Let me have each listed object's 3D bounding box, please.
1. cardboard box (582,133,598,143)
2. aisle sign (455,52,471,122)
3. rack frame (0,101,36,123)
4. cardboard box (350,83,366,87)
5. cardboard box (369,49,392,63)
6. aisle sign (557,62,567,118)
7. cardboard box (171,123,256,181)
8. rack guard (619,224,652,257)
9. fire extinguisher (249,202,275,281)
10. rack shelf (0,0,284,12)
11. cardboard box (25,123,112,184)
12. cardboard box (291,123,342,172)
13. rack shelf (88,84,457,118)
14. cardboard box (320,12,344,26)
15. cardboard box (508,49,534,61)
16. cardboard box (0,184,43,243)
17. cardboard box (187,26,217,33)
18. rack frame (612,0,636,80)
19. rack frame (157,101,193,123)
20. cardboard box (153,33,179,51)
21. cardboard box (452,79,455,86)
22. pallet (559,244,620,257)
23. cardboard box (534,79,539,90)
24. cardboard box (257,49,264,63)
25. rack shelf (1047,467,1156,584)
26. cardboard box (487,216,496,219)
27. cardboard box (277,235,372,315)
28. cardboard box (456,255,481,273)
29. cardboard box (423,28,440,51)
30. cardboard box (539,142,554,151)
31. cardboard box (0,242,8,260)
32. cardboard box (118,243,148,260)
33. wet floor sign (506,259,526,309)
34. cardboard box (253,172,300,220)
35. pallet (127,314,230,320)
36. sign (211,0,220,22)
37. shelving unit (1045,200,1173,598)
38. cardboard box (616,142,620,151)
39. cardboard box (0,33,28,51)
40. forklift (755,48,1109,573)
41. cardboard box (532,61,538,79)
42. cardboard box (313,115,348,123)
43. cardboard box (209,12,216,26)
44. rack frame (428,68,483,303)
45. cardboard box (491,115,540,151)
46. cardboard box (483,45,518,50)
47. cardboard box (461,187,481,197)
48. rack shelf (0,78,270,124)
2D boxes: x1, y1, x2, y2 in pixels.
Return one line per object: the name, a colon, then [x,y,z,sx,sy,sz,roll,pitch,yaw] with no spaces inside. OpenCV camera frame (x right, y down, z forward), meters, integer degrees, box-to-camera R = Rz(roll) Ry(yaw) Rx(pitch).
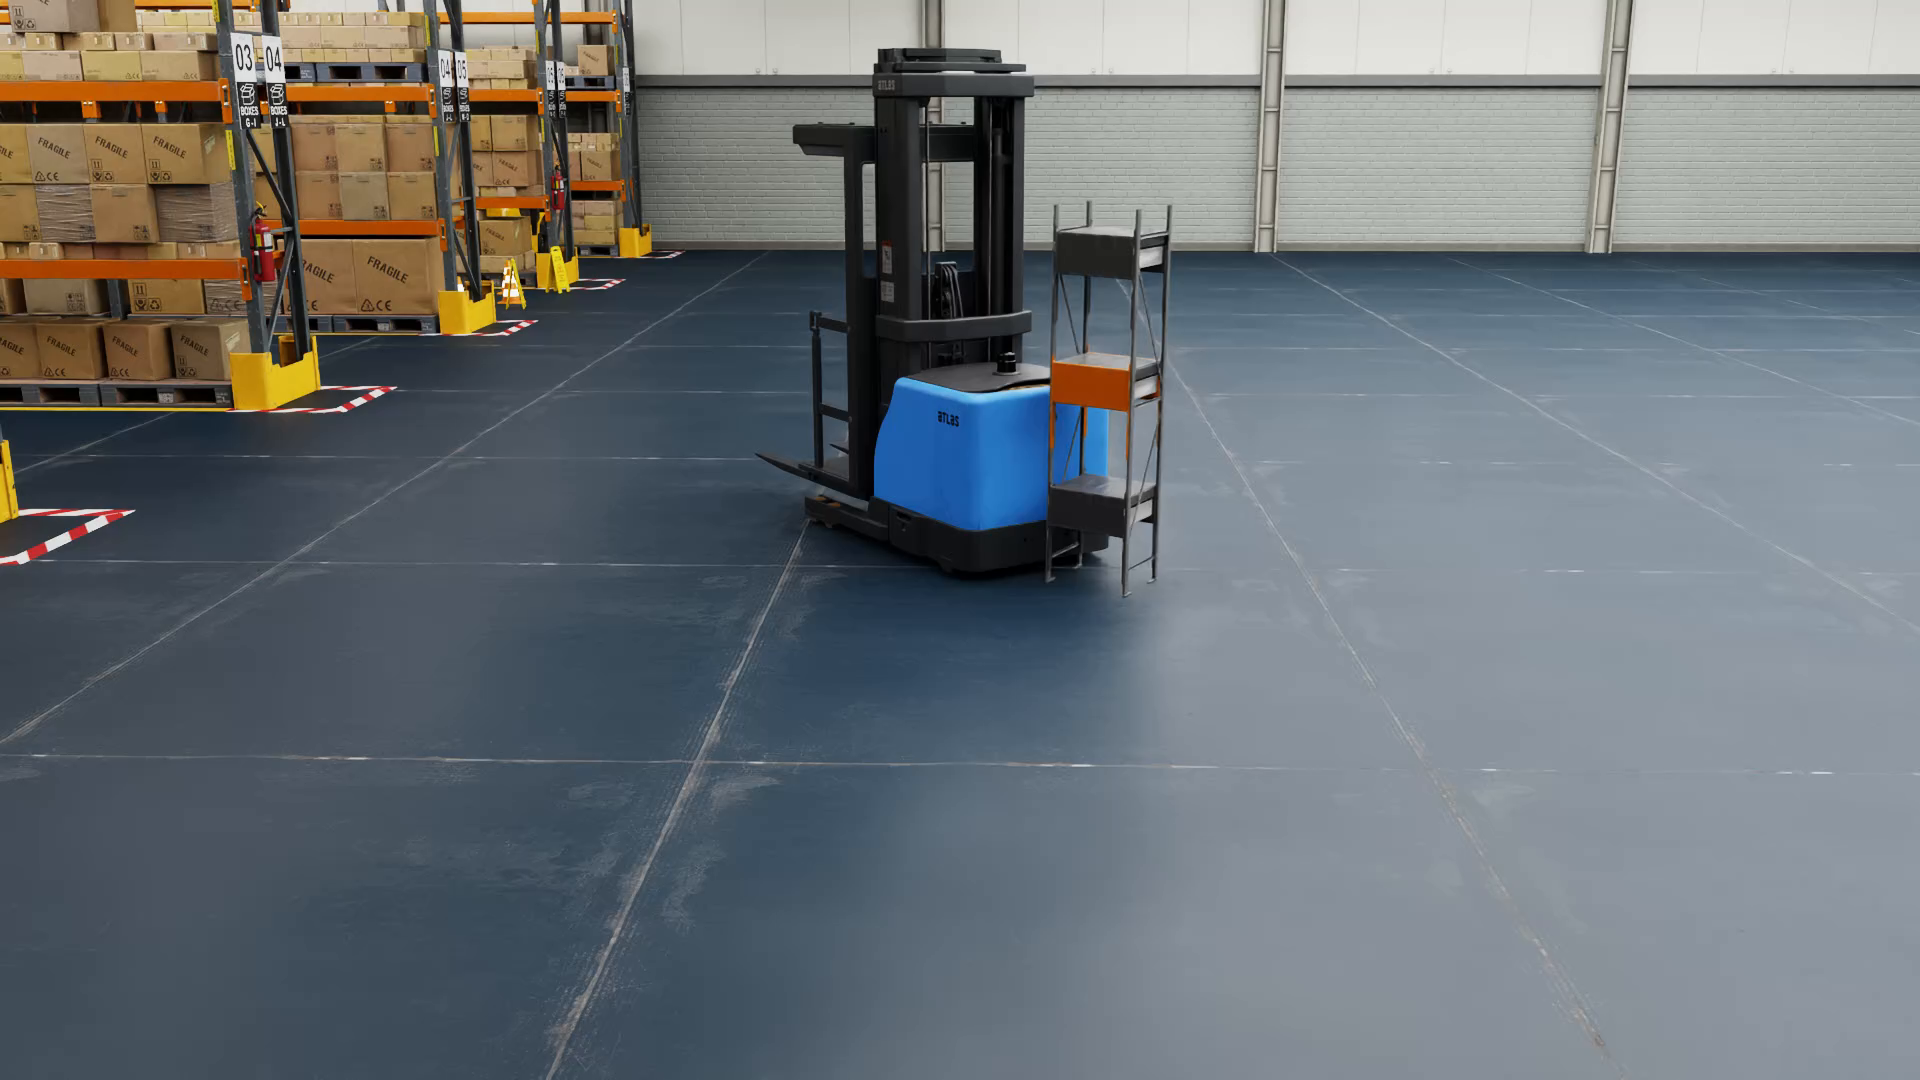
cardboard box: [-6.404,-6.987,28.894,0.250,0.149,0.380,0,15,2]
aisle sign: [-5.863,-5.344,19.617,0.004,0.787,0.394,0,15,1]
rack frame: [-13.913,-5.326,24.646,0.127,3.000,1.000,0,15,1]
cardboard box: [-8.582,-6.558,23.930,0.250,0.149,0.380,0,15,0]
cardboard box: [-6.534,-5.508,18.932,0.250,0.149,0.380,0,15,2]
aisle sign: [-5.846,-6.609,24.415,0.004,0.787,0.394,0,15,1]
cardboard box: [-6.712,-3.495,14.968,0.500,0.500,0.500,0,15,1]
rack guard: [-5.769,-5.331,29.564,0.348,0.500,1.175,0,15,1]
fire extinguisher: [-6.066,-2.591,14.431,0.183,0.674,0.296,0,15,1]
rack shelf: [-11.914,-7.672,23.974,4.000,0.370,1.077,0,15,1]
cardboard box: [-7.725,-3.368,14.487,0.500,0.500,0.500,0,15,1]
cardboard box: [-7.420,-4.636,19.620,0.550,0.550,0.875,0,15,1]
rack shelf: [-7.941,-5.126,19.419,4.000,0.370,1.077,0,15,1]
cardboard box: [-7.052,-5.897,18.841,0.250,0.149,0.380,1,15,2]
cardboard box: [-6.262,-6.915,23.719,0.250,0.149,0.380,1,15,2]
cardboard box: [-8.219,-2.942,14.833,0.500,0.500,0.875,0,15,1]
cardboard box: [-8.450,-5.729,18.986,0.500,0.250,0.500,0,15,1]
rack frame: [-5.793,-9.440,28.481,0.127,3.000,1.000,0,15,1]
rack frame: [-13.790,-6.591,29.444,0.127,3.000,1.000,0,15,1]
cardboard box: [-6.712,-4.271,14.280,0.250,0.149,0.380,0,15,0]
cardboard box: [-7.296,-6.545,23.881,0.250,0.149,0.380,0,15,1]
pallet: [-6.559,-5.185,29.580,1.213,0.211,1.003,0,15,1]
cardboard box: [-6.239,-6.687,24.419,0.250,0.149,0.380,0,15,1]
cardboard box: [-7.807,-5.517,18.963,0.250,0.149,0.380,1,15,2]
rack shelf: [0.803,-0.089,9.333,0.480,0.518,0.431,10,19,31]
cardboard box: [-7.262,-4.588,24.946,0.500,0.500,0.500,0,15,-1]
cardboard box: [-7.501,-3.179,19.851,0.875,0.875,0.875,0,15,1]
cardboard box: [-7.249,-4.089,24.526,0.500,0.250,0.500,0,15,2]
cardboard box: [-6.417,-5.852,19.453,0.500,0.250,0.500,0,15,1]
cardboard box: [-7.176,-6.838,28.910,0.250,0.149,0.380,0,15,0]
cardboard box: [-8.461,-2.566,14.680,0.250,0.149,0.380,0,15,1]
cardboard box: [-7.210,-2.570,14.693,0.250,0.149,0.380,0,15,1]
wet floor sign: [-5.862,-3.377,21.874,0.232,0.644,0.267,-2,15,-8]
cardboard box: [-7.951,-4.100,19.708,0.500,0.550,0.875,0,15,1]
pallet: [-9.182,-2.663,20.021,1.213,0.211,1.003,0,15,1]
sign: [-6.203,-4.483,13.837,0.005,0.325,0.100,0,15,1]
shelving unit: [0.809,-0.776,9.138,0.503,2.100,0.431,10,19,31]
cardboard box: [-6.125,-6.970,29.410,0.250,0.149,0.380,0,15,0]
cardboard box: [-8.028,-4.263,14.251,0.250,0.149,0.380,0,15,-1]
forklift: [-0.348,-1.551,10.473,1.130,2.935,3.031,-10,18,-32]
cardboard box: [-6.412,-6.866,24.317,0.500,0.250,0.500,0,15,0]
cardboard box: [-8.970,-5.908,24.114,0.500,0.500,0.700,0,15,2]
cardboard box: [-8.313,-5.905,18.873,0.250,0.149,0.380,0,15,1]
rack frame: [-5.941,-4.010,19.661,0.127,3.000,1.000,0,15,1]
cardboard box: [-6.432,-5.897,24.071,0.500,0.500,0.700,0,15,0]
cardboard box: [-7.847,-8.278,28.733,0.637,0.503,0.797,1,15,3]
cardboard box: [-7.065,-5.074,24.186,0.250,0.149,0.380,1,15,2]
rack shelf: [-8.168,-3.862,14.628,4.000,0.370,1.077,0,15,1]
